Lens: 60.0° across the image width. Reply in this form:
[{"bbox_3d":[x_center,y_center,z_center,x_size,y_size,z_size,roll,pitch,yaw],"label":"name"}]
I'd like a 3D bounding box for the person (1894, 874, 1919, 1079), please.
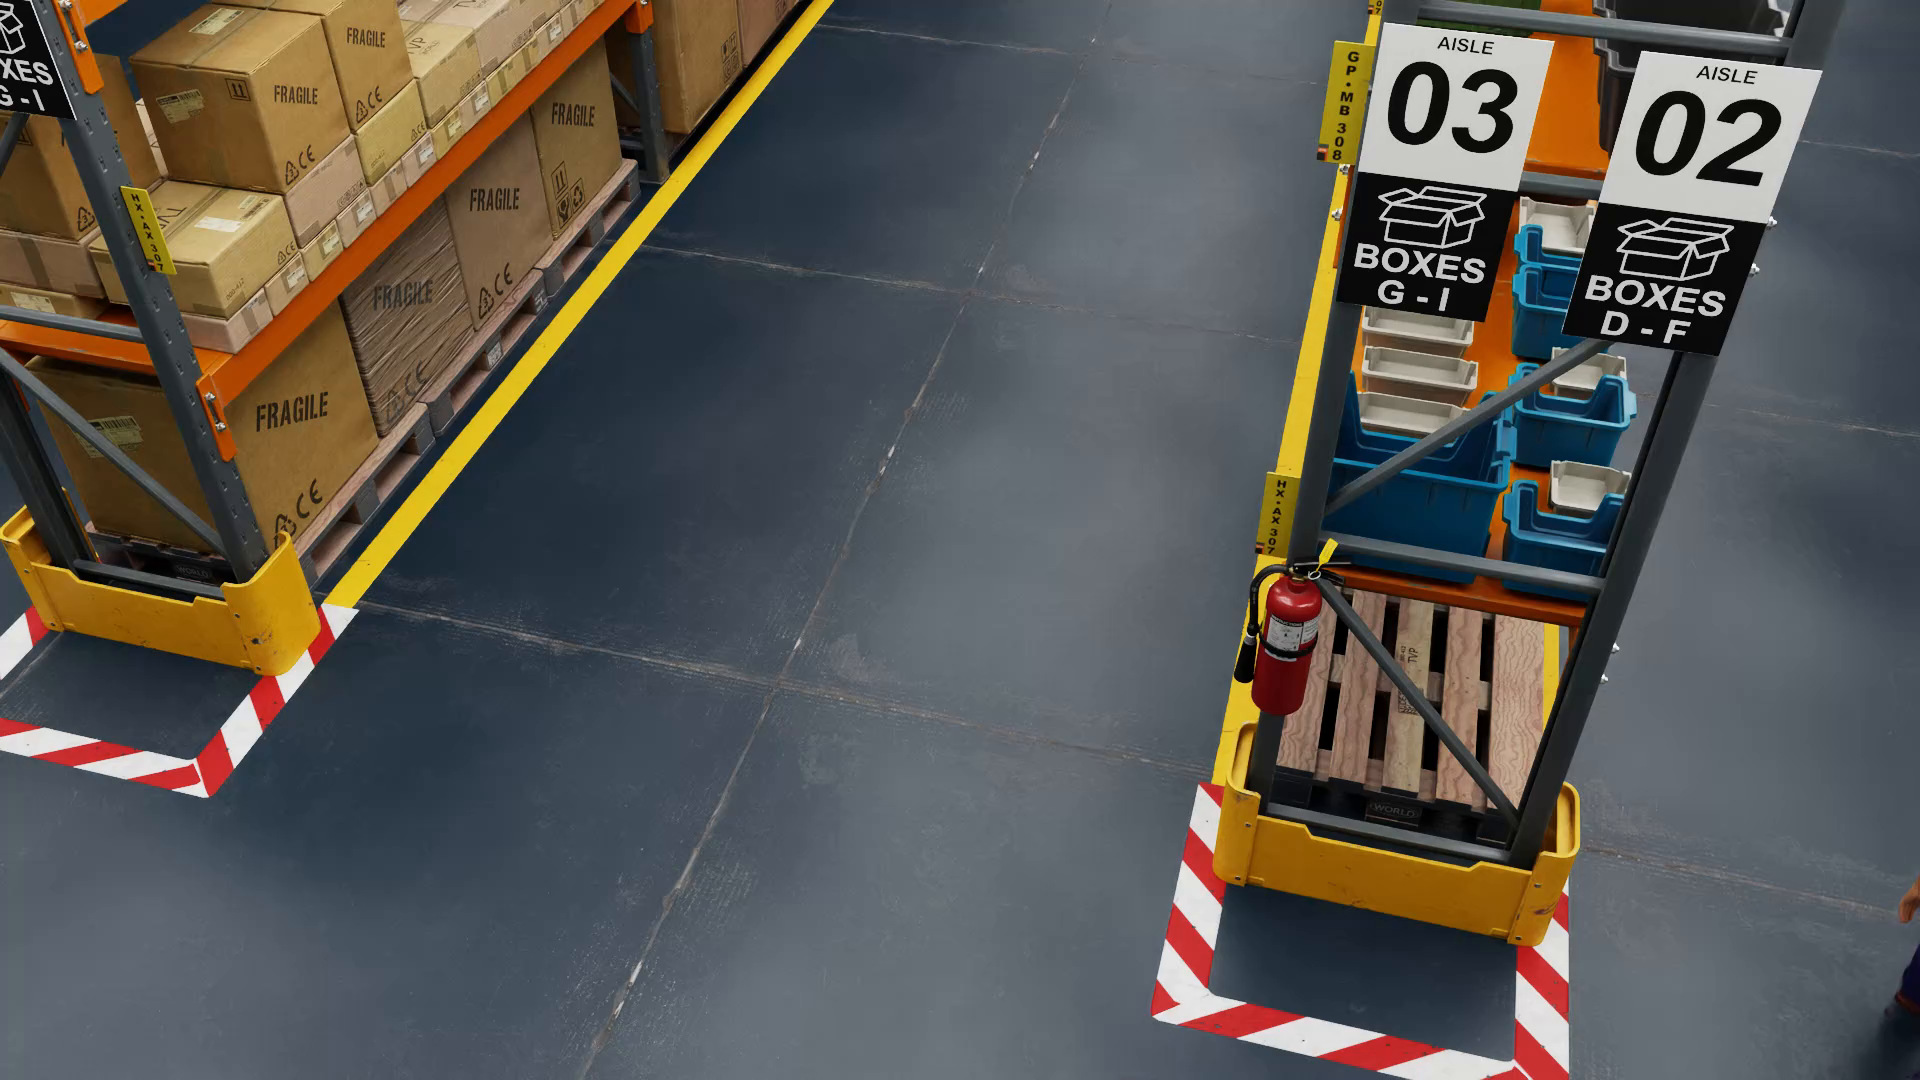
[{"bbox_3d":[3.139,1.120,4.917,0.756,1.686,0.534,-28,48,-28],"label":"person"}]
